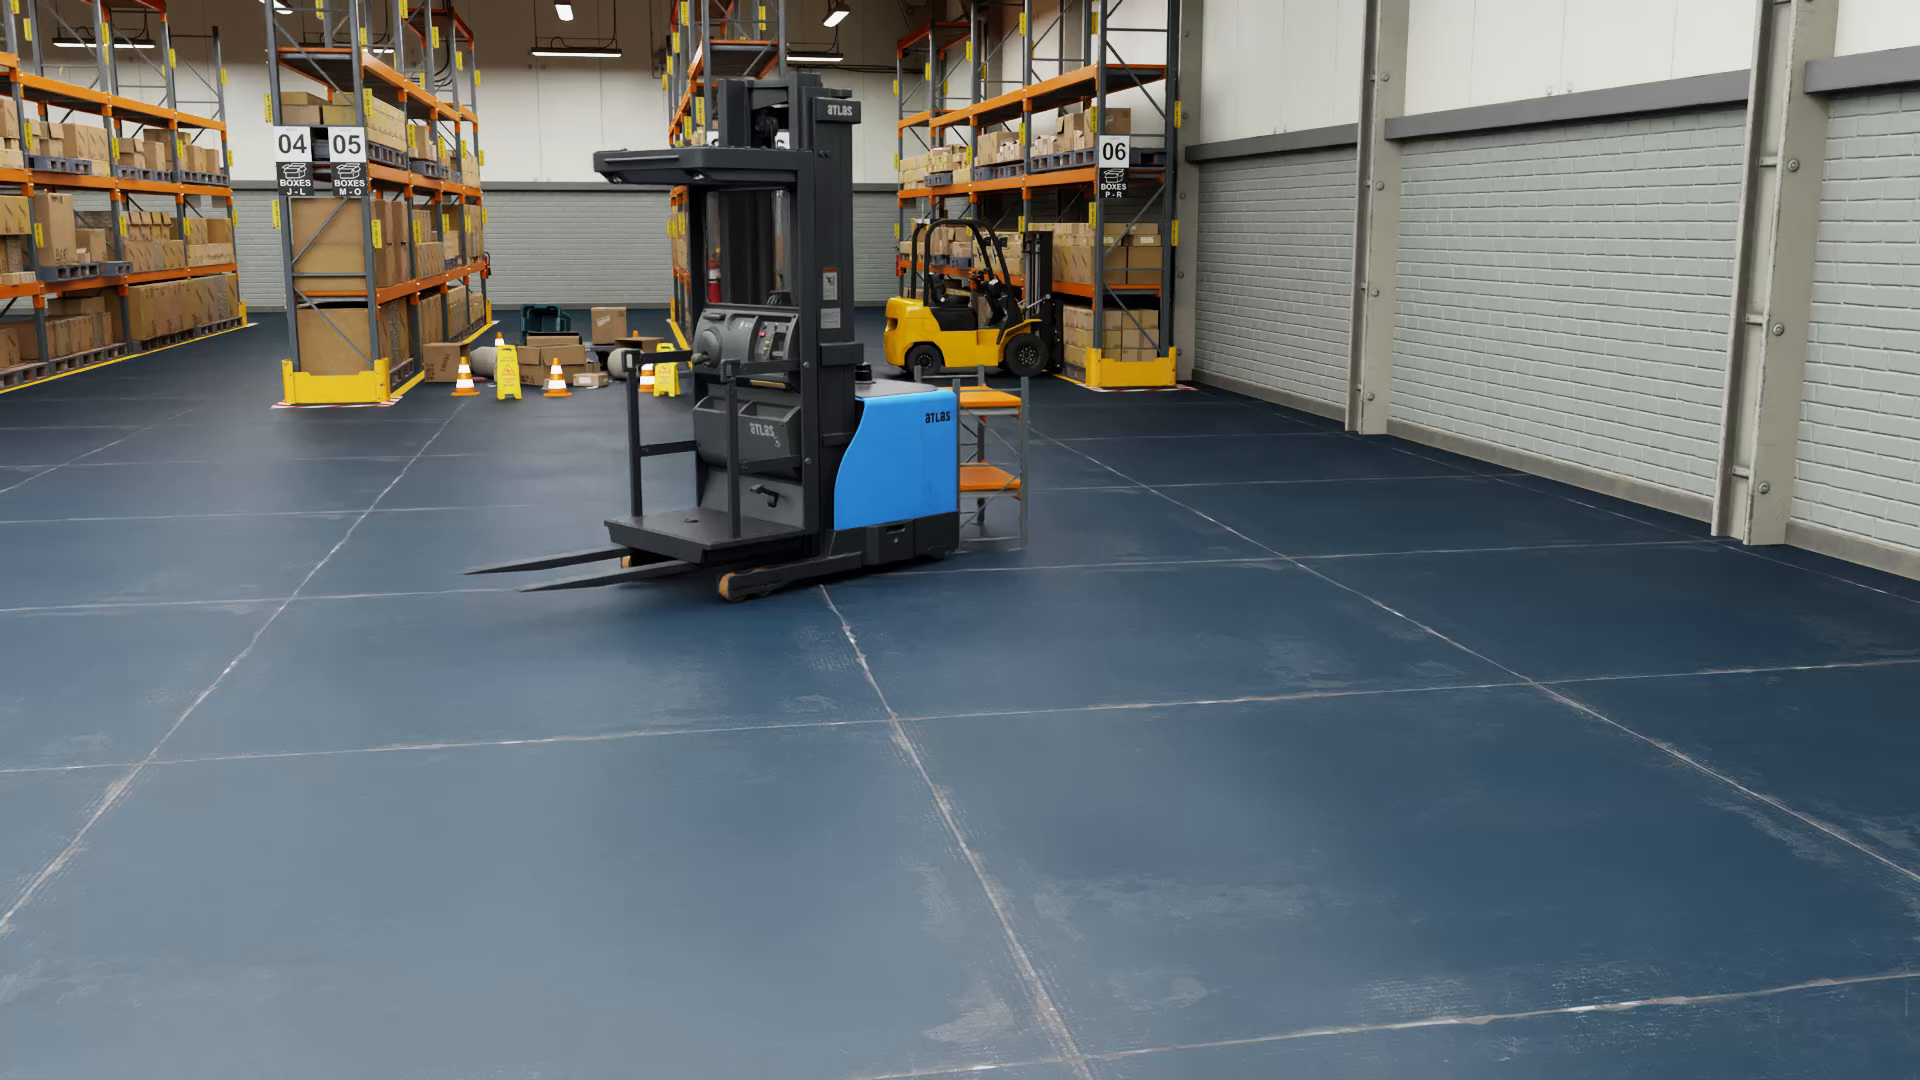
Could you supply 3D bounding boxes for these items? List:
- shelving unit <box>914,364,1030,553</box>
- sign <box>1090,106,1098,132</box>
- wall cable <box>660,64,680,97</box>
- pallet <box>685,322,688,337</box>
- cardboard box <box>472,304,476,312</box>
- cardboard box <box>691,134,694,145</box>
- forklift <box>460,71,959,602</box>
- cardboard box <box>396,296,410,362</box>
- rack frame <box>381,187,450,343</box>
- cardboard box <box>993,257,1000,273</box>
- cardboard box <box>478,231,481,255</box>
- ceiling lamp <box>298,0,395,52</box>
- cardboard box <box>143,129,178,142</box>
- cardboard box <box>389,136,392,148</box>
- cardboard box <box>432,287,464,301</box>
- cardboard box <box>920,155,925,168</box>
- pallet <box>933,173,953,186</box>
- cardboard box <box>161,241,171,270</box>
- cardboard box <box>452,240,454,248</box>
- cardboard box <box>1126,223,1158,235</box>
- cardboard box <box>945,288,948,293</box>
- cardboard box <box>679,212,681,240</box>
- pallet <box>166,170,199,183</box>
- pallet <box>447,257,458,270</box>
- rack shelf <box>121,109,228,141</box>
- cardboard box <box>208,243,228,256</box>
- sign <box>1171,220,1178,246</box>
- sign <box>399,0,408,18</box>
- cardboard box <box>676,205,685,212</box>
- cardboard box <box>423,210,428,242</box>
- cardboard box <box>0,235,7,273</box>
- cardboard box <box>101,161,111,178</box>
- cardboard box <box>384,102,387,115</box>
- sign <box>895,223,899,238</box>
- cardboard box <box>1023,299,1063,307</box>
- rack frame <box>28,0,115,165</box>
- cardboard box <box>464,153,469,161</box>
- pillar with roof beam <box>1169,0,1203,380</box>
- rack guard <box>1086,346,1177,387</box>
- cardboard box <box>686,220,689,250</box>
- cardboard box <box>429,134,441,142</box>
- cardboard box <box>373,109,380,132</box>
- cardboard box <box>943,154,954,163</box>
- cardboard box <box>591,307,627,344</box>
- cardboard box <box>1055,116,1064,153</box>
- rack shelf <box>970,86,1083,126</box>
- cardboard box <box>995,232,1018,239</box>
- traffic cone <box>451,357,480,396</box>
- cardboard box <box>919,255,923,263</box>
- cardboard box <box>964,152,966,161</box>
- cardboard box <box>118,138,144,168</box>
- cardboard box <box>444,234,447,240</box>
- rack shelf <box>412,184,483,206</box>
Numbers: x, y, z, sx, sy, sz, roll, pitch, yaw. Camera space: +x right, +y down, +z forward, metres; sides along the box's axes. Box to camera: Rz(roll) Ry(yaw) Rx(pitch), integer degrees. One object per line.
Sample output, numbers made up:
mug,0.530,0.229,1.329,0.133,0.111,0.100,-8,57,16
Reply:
shelving unit,0.061,-0.573,11.197,0.538,1.125,1.048,-3,11,-15
sign,1.714,-5.374,21.229,0.100,0.325,0.005,-2,11,-11
wall cable,-7.114,-10.255,41.007,0.463,3.000,0.029,-2,11,-11
pallet,-4.730,-4.032,31.818,1.003,0.211,1.213,-2,11,-11
cardboard box,-9.833,-4.609,33.093,0.380,0.149,0.250,-2,11,-11
cardboard box,-3.657,-5.746,23.880,0.380,0.149,0.250,-2,11,-12
forklift,-1.416,-1.199,9.657,3.031,2.935,1.130,-10,15,-43
cardboard box,-8.180,-2.920,23.074,0.875,0.875,0.875,-2,11,-10
rack frame,-9.012,-4.609,27.389,1.000,3.000,0.127,-2,11,-11
cardboard box,0.838,-4.543,27.443,0.500,0.250,0.500,-2,11,-9
cardboard box,-10.132,-6.104,34.179,0.500,0.500,0.500,-2,11,-12
ceiling lamp,-13.487,-12.313,36.211,2.000,3.185,0.800,-2,11,-11
cardboard box,-14.851,-7.500,30.892,0.500,0.250,0.500,-3,11,-15
cardboard box,-7.551,-5.146,21.468,0.380,0.149,0.250,-2,11,-11
cardboard box,-9.310,-4.467,30.200,0.500,0.250,0.500,-2,11,-8
cardboard box,-0.527,-7.690,33.825,0.500,0.250,0.500,-2,11,-12
pallet,0.177,-6.791,31.335,1.213,0.211,1.003,-2,11,-11
cardboard box,-14.118,-4.967,29.005,0.500,0.500,0.500,-2,11,-12
cardboard box,-9.363,-5.362,30.098,0.380,0.149,0.250,-2,11,-13
cardboard box,2.393,-4.105,21.942,0.380,0.149,0.250,-2,11,-12
cardboard box,-0.086,-4.849,32.478,0.380,0.149,0.250,-3,11,-14
cardboard box,-4.929,-5.806,30.736,0.500,0.500,0.500,-2,11,-12
pallet,-14.823,-6.761,30.911,1.003,0.211,1.213,-2,11,-11
pallet,-9.437,-4.876,29.306,1.003,0.211,1.213,-2,11,-11
rack shelf,-15.063,-7.945,31.864,1.077,0.370,4.000,-2,11,-11
cardboard box,-15.000,-5.814,33.328,0.500,0.250,0.500,-2,11,-12
sign,2.794,-4.005,21.687,0.100,0.325,0.005,-2,11,-11
sign,-7.684,-7.375,22.954,0.100,0.325,0.005,-2,11,-11
cardboard box,-5.326,-6.445,32.359,0.380,0.149,0.250,-2,11,-12
cardboard box,-8.834,-4.974,26.364,0.700,0.500,0.500,-2,11,-12
cardboard box,-13.029,-3.731,21.713,0.875,0.500,0.500,-2,11,-11
cardboard box,-13.563,-5.769,25.861,0.500,0.250,0.500,-2,11,-11
cardboard box,-7.504,-5.492,21.154,0.380,0.149,0.250,-2,11,-10
sign,-1.396,-6.861,36.908,0.100,0.325,0.005,-2,11,-11
cardboard box,1.257,-3.502,25.128,0.500,0.250,0.500,-2,11,-12
rack frame,-13.896,-7.394,25.977,1.000,3.000,0.127,-2,11,-11
cardboard box,-9.817,-7.489,32.495,0.380,0.149,0.250,-2,11,-8
pillar with roof beam,-1.226,-6.472,21.135,9.100,9.000,0.400,-2,11,-11
rack guard,2.253,-2.289,21.885,1.175,0.500,0.348,-2,11,-11
cardboard box,-4.315,-5.118,27.877,0.500,0.500,0.500,-2,11,-13
cardboard box,-8.920,-6.686,27.967,0.396,0.266,0.258,-2,11,-11
cardboard box,-7.398,-5.134,20.340,0.500,0.250,0.500,-2,11,-12
cardboard box,-0.100,-7.123,31.060,0.380,0.149,0.250,-2,11,-11
cardboard box,-5.138,-3.148,24.371,0.500,0.500,0.500,-2,11,-11
cardboard box,1.746,-5.674,23.293,0.797,0.503,0.637,-2,11,-9
rack shelf,1.082,-7.019,27.000,1.077,0.370,4.000,-2,11,-11
cardboard box,0.781,-4.956,27.212,0.380,0.149,0.250,-2,11,-13
traffic cone,-6.166,-2.044,20.700,0.336,0.463,0.334,-2,11,-11
cardboard box,-0.643,-5.837,34.512,0.380,0.149,0.250,-2,11,-12
cardboard box,0.287,-6.882,29.847,0.380,0.149,0.250,-2,11,-13
cardboard box,-14.315,-6.551,28.173,0.797,0.503,0.637,-2,11,-12
cardboard box,-9.115,-5.268,28.811,0.380,0.149,0.250,-2,11,-8
rack shelf,-10.178,-6.829,32.957,1.077,0.370,4.000,-2,11,-11
